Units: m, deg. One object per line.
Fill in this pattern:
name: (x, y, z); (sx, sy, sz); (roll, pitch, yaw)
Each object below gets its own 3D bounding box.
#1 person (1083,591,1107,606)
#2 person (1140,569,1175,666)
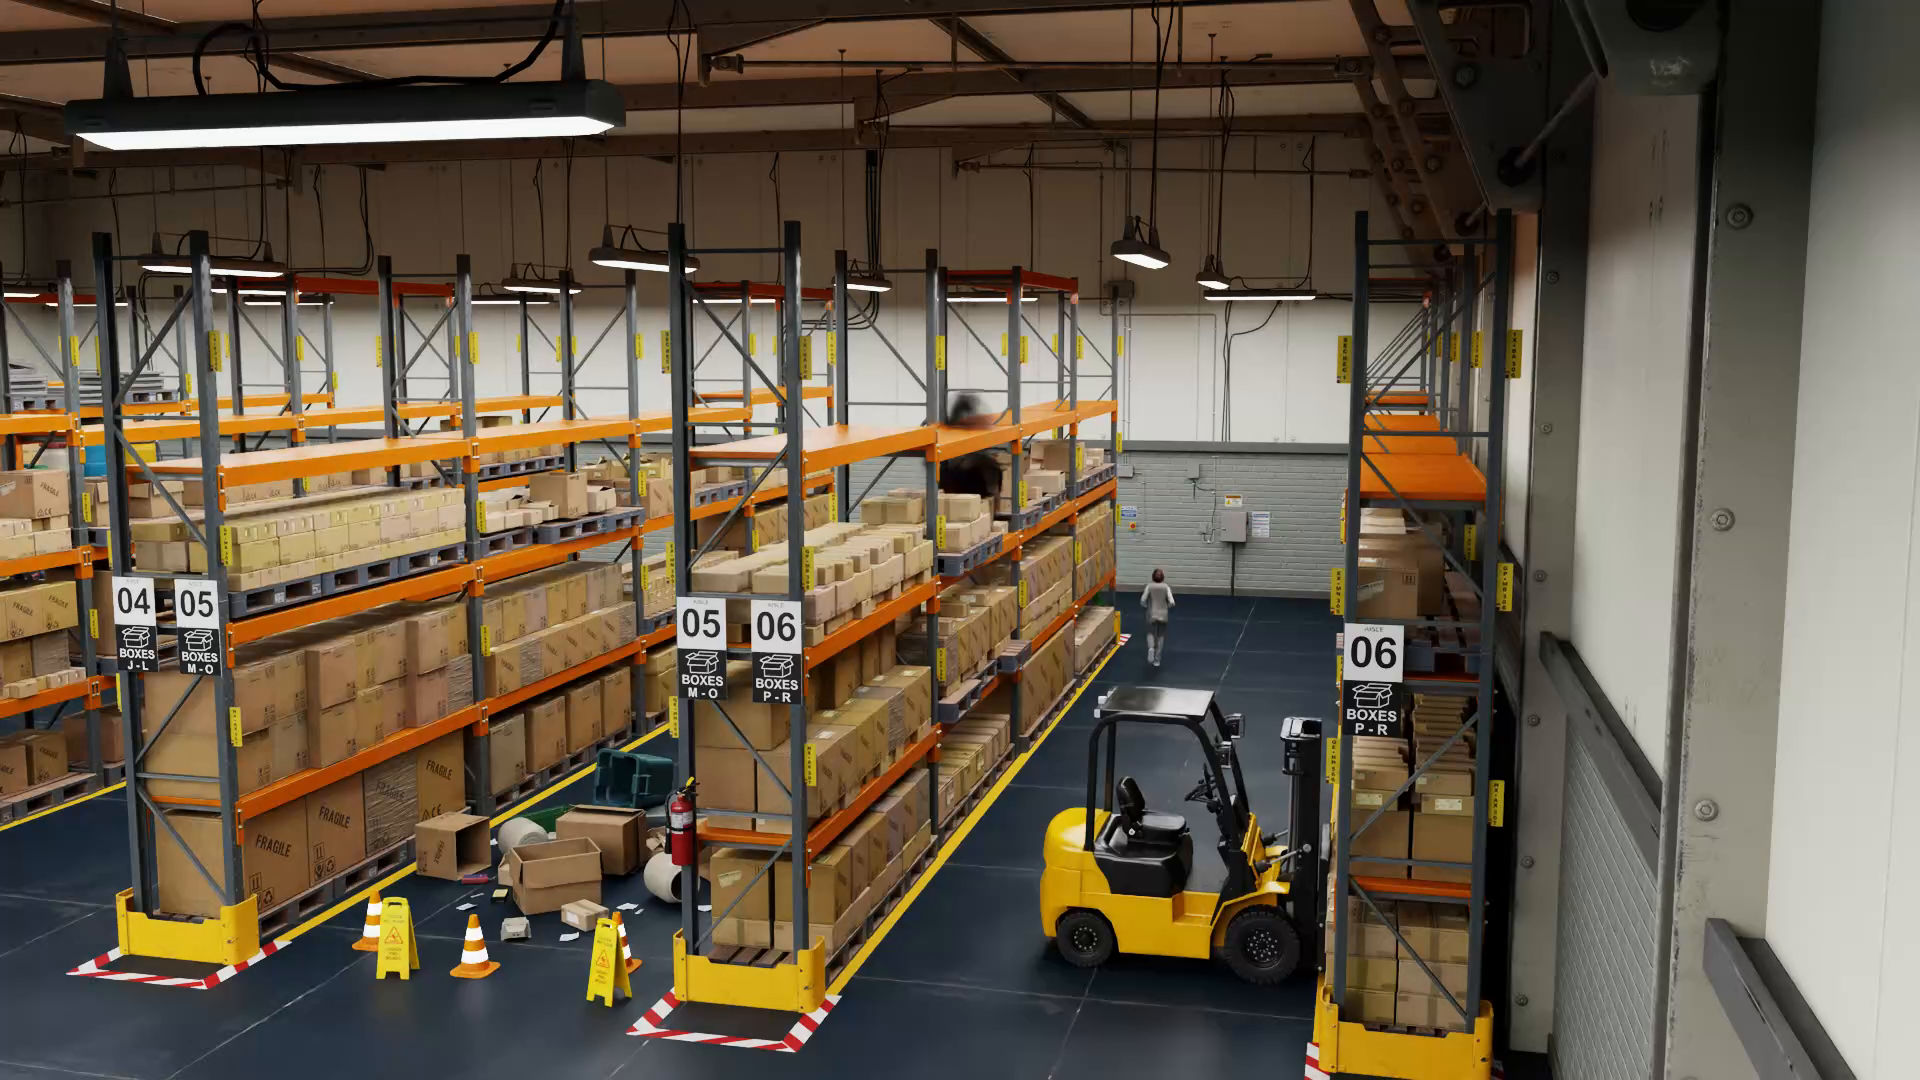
person: (2.309, 0.682, 29.450); (0.905, 1.775, 0.694); (4, 8, 28)
person: (3.102, 1.220, 26.141); (0.532, 1.538, 0.559); (1, 7, 7)
